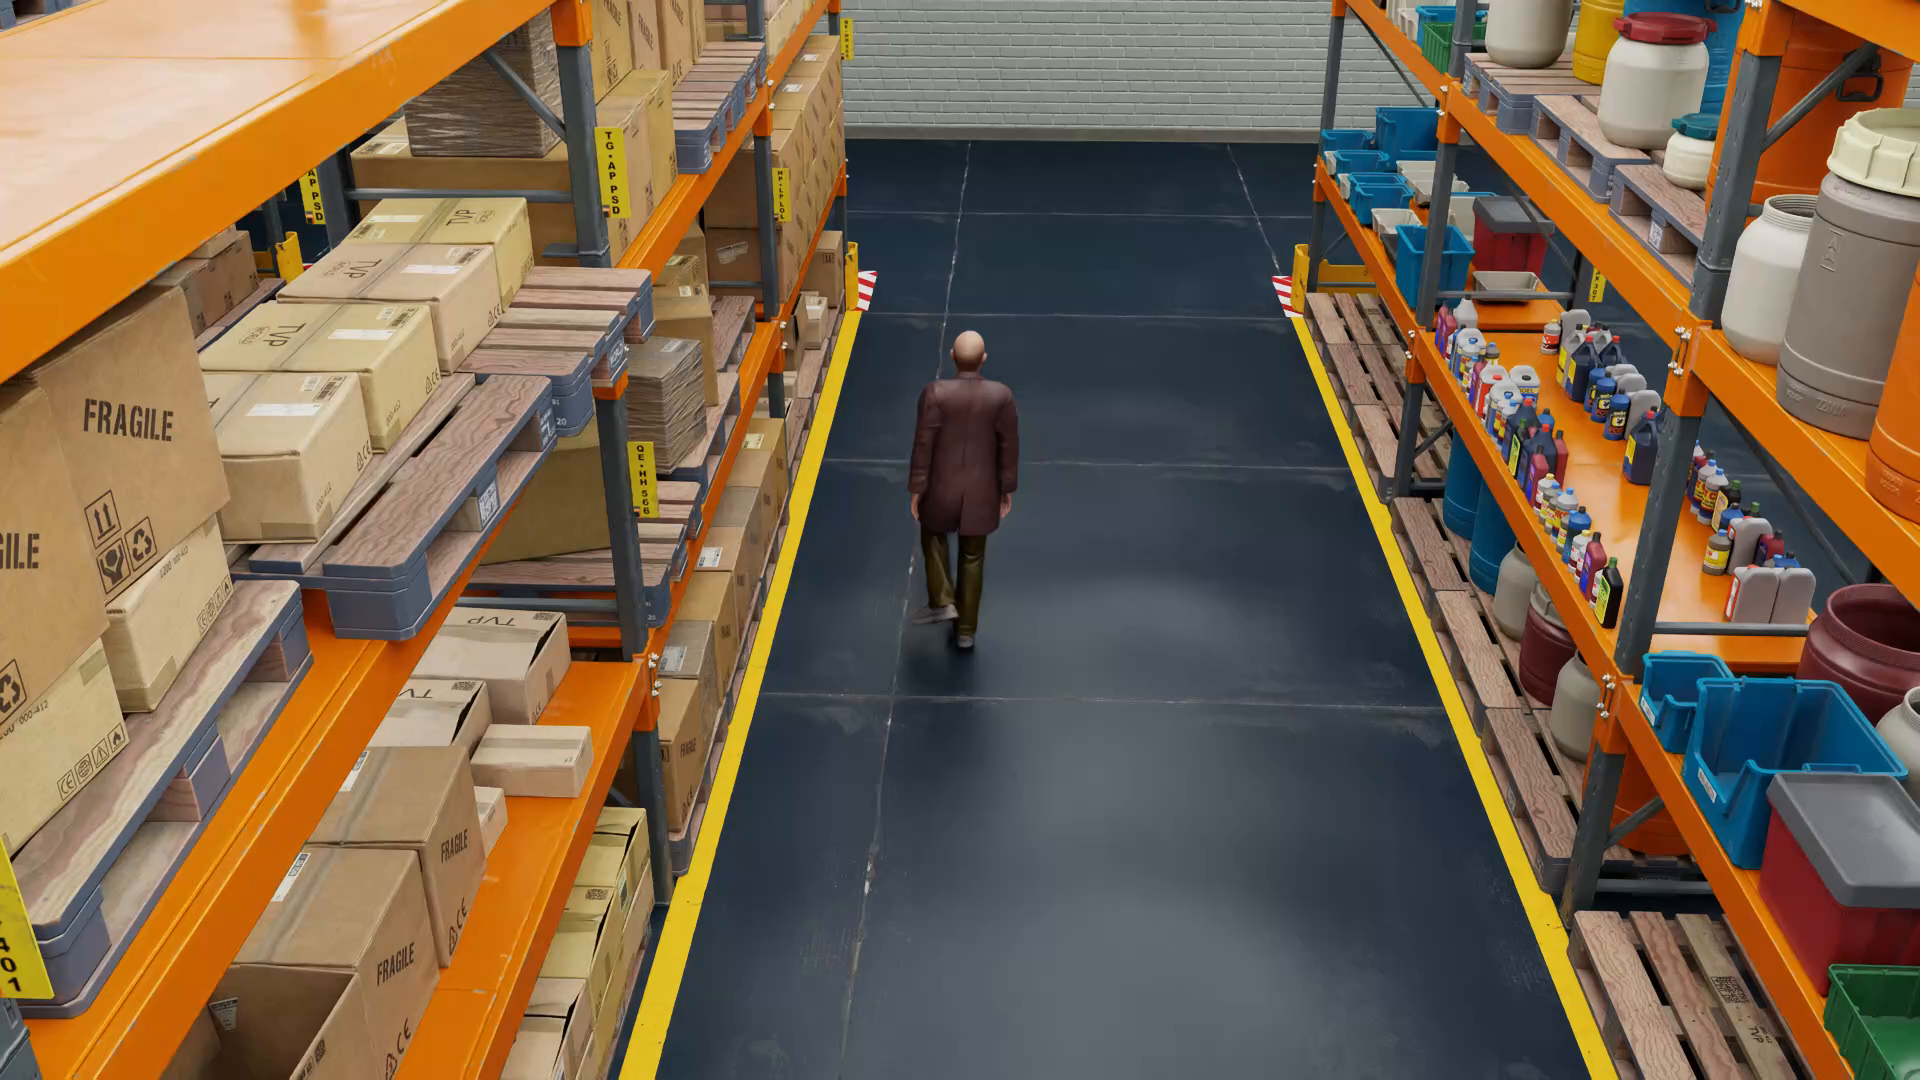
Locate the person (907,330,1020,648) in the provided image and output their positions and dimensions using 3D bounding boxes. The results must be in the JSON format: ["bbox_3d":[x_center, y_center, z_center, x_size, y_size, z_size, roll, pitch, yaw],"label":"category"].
[{"bbox_3d":[0.017,-0.279,9.130,0.618,1.765,0.525,-2,28,-3],"label":"person"}]
